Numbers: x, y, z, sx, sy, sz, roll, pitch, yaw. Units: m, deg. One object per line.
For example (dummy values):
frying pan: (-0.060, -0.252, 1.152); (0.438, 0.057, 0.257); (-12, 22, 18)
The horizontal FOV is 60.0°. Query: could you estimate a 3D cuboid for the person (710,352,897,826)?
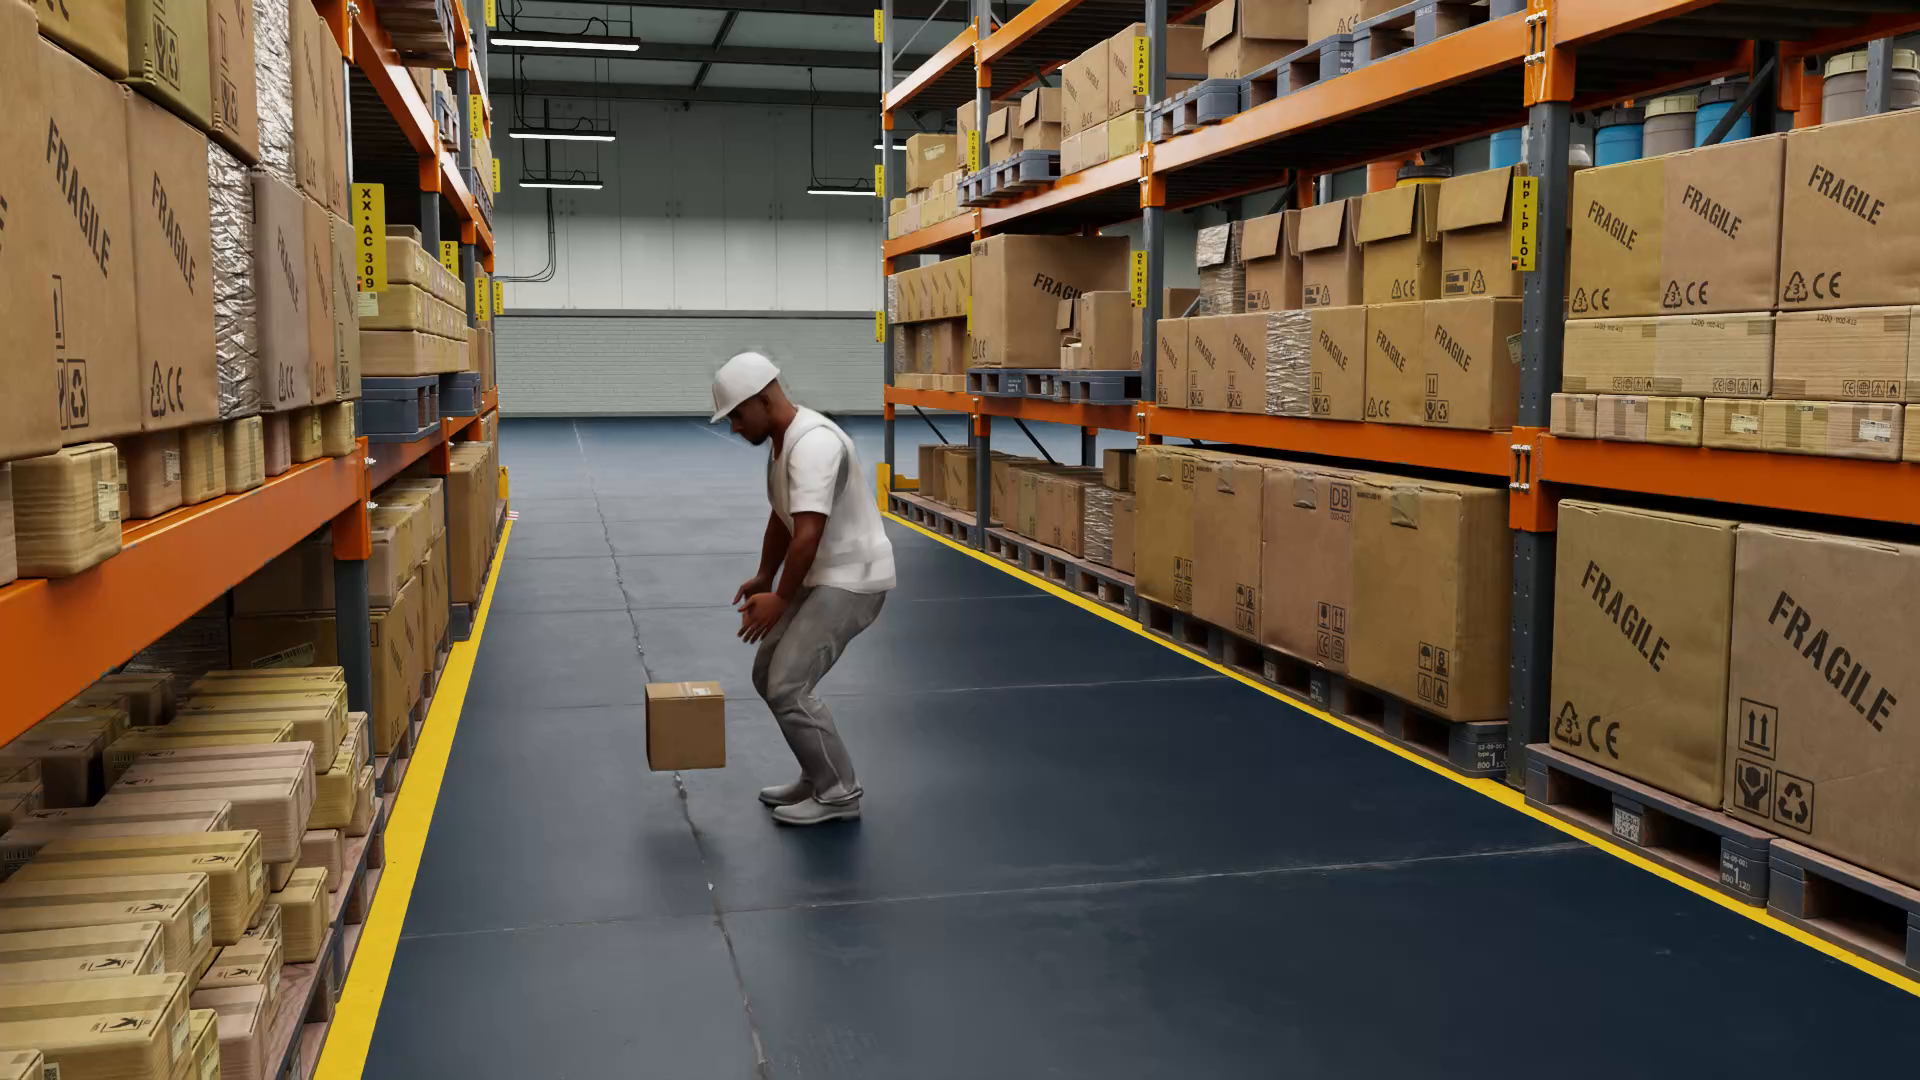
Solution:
person: (-0.531, 0.160, 5.680); (0.622, 1.591, 0.620); (-1, 6, -13)
